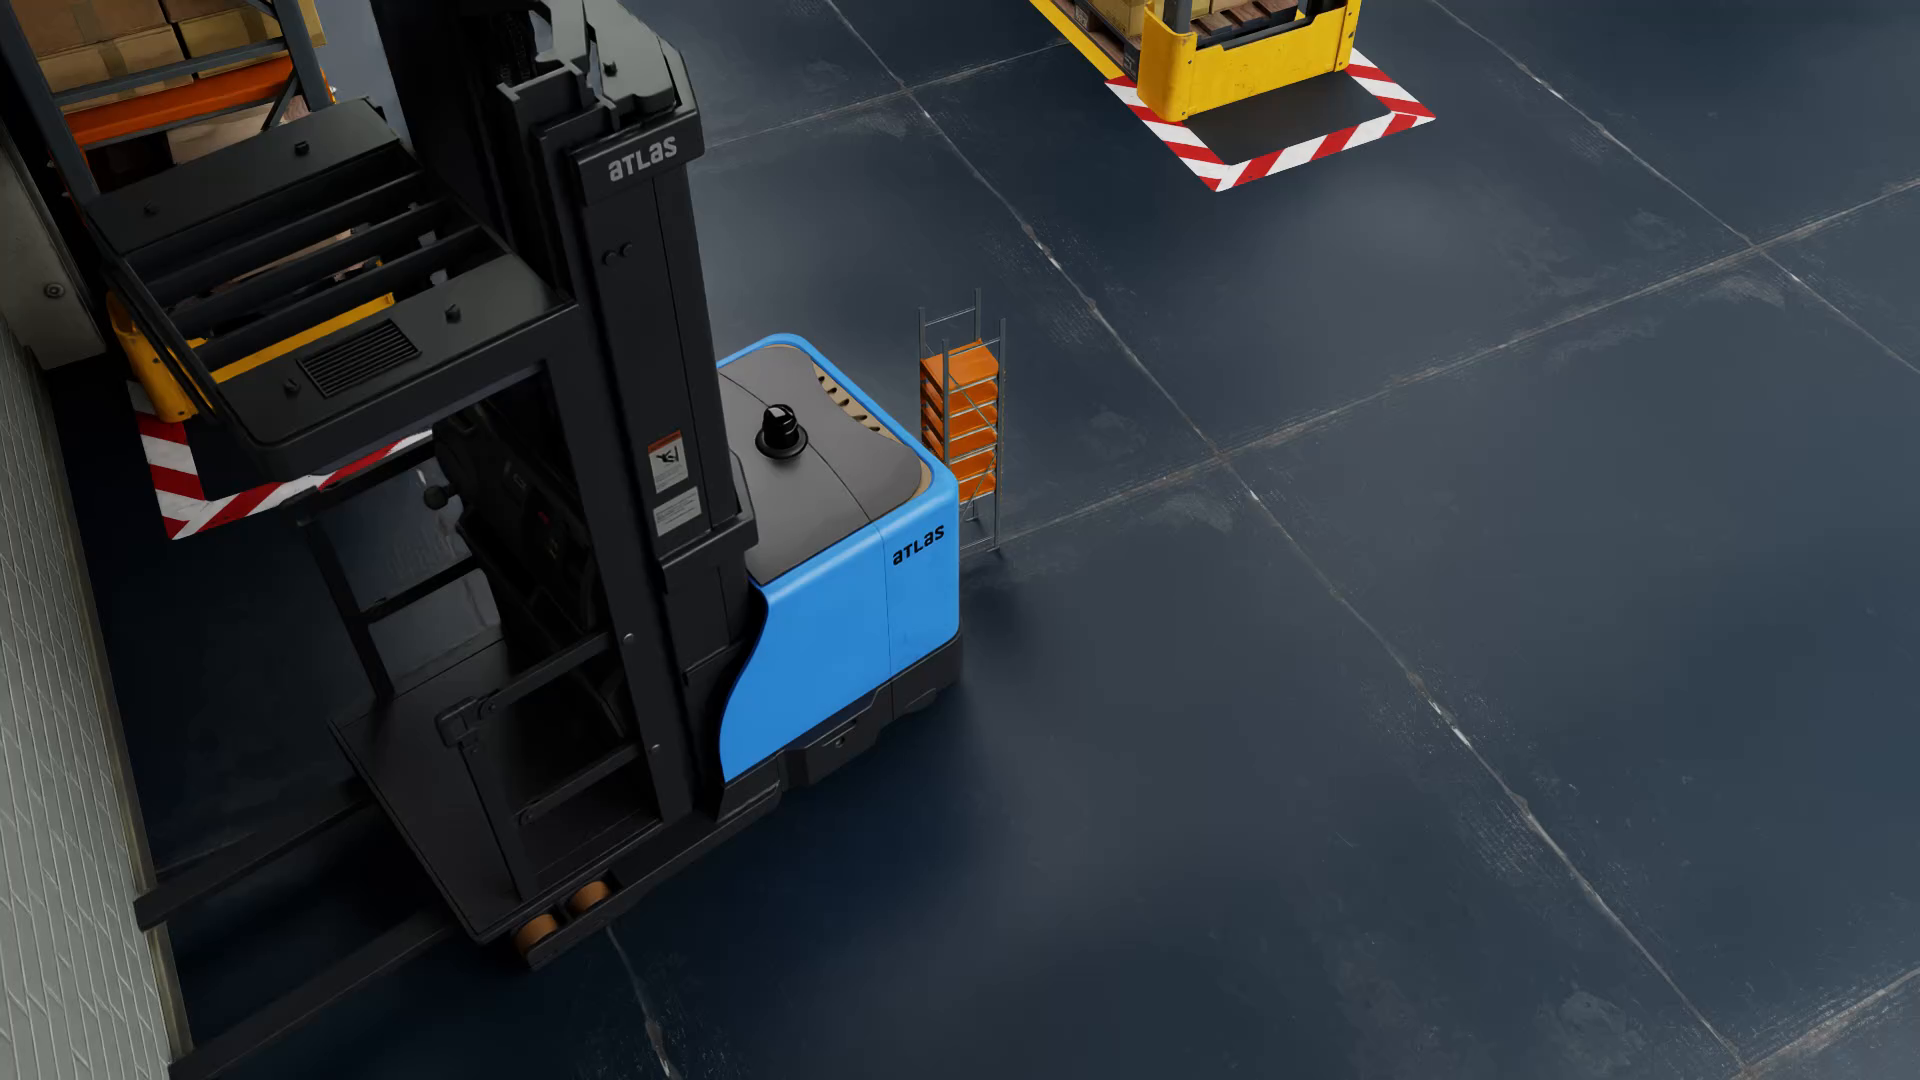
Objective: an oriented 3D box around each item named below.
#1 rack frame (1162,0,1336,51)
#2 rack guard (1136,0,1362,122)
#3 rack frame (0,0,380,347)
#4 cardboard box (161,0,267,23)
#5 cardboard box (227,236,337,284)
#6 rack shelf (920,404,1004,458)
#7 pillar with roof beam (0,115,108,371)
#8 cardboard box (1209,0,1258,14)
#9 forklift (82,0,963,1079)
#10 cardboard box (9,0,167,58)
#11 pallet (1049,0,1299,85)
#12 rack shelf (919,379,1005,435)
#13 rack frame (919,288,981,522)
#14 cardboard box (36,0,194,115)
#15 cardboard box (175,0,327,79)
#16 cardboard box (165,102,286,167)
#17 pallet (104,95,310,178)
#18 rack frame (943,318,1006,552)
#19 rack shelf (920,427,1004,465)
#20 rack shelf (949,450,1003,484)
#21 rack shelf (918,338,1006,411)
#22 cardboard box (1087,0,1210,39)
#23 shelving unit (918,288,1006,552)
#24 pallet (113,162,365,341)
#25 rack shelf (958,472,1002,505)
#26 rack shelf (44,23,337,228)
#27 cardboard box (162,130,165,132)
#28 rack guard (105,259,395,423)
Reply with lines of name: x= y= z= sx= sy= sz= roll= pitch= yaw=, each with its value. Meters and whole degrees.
rack frame: x=1.486 y=-3.442 z=7.660 sx=1.000 sy=3.000 sz=0.127 roll=-21 pitch=52 yaw=-18
rack guard: x=1.497 y=-2.603 z=8.587 sx=1.175 sy=0.500 sz=0.348 roll=-21 pitch=52 yaw=-18
rack frame: x=-2.917 y=-1.733 z=6.166 sx=1.000 sy=3.000 sz=0.127 roll=-21 pitch=52 yaw=-18
cardboard box: x=-2.868 y=-2.360 z=6.302 sx=0.500 sy=0.500 sz=0.500 roll=-21 pitch=52 yaw=-17
cardboard box: x=-3.153 y=-1.487 z=7.444 sx=0.500 sy=0.311 sz=0.500 roll=-27 pitch=54 yaw=-21
rack shelf: x=0.007 y=-0.435 z=6.126 sx=0.258 sy=0.103 sz=0.180 roll=-21 pitch=52 yaw=-18
pillar with roof beam: x=-0.178 y=-5.361 z=5.353 sx=9.100 sy=9.000 sz=0.400 roll=-21 pitch=52 yaw=-18
cardboard box: x=1.438 y=-3.110 z=8.918 sx=0.500 sy=0.250 sz=0.500 roll=-21 pitch=52 yaw=-18
forklift: x=-1.453 y=-0.037 z=4.728 sx=3.031 sy=2.935 sz=1.130 roll=-31 pitch=56 yaw=-24
cardboard box: x=-3.322 y=-2.179 z=6.144 sx=0.500 sy=0.500 sz=0.500 roll=-22 pitch=52 yaw=-18
pallet: x=1.099 y=-3.021 z=9.145 sx=1.003 sy=0.211 sz=1.213 roll=-21 pitch=52 yaw=-18
rack shelf: x=0.007 y=-0.514 z=6.035 sx=0.258 sy=0.103 sz=0.180 roll=-21 pitch=52 yaw=-18
rack frame: x=-0.035 y=-0.447 z=6.236 sx=0.240 sy=1.200 sz=0.006 roll=-21 pitch=52 yaw=-18
cardboard box: x=-3.303 y=-1.936 z=6.430 sx=0.500 sy=0.250 sz=0.500 roll=-20 pitch=52 yaw=-17
cardboard box: x=-2.858 y=-2.126 z=6.596 sx=0.500 sy=0.250 sz=0.500 roll=-23 pitch=53 yaw=-19
cardboard box: x=-3.414 y=-1.868 z=7.778 sx=0.500 sy=0.311 sz=0.500 roll=-17 pitch=51 yaw=-15
pallet: x=-3.846 y=-2.237 z=8.459 sx=1.003 sy=0.211 sz=1.213 roll=-21 pitch=52 yaw=-18
rack frame: x=0.048 y=-0.324 z=6.129 sx=0.240 sy=1.200 sz=0.006 roll=-21 pitch=52 yaw=-18
rack shelf: x=0.007 y=-0.356 z=6.216 sx=0.258 sy=0.103 sz=0.180 roll=-21 pitch=52 yaw=-18
rack shelf: x=0.007 y=-0.277 z=6.306 sx=0.258 sy=0.103 sz=0.180 roll=-21 pitch=52 yaw=-18
rack shelf: x=0.007 y=-0.593 z=5.945 sx=0.258 sy=0.103 sz=0.180 roll=-21 pitch=52 yaw=-18
cardboard box: x=0.978 y=-2.932 z=8.762 sx=0.500 sy=0.250 sz=0.500 roll=-21 pitch=52 yaw=-18
shelving unit: x=0.007 y=-0.385 z=6.183 sx=0.258 sy=1.200 sz=0.189 roll=-21 pitch=52 yaw=-18
pallet: x=-3.292 y=-1.422 z=7.746 sx=1.003 sy=0.211 sz=1.213 roll=-21 pitch=52 yaw=-18
rack shelf: x=0.007 y=-0.198 z=6.397 sx=0.258 sy=0.103 sz=0.180 roll=-21 pitch=52 yaw=-18
rack shelf: x=-3.832 y=-2.835 z=7.607 sx=1.077 sy=0.370 sz=4.000 roll=-21 pitch=52 yaw=-18
cardboard box: x=-3.706 y=-2.439 z=8.151 sx=0.700 sy=0.500 sz=0.500 roll=-24 pitch=53 yaw=-20
rack guard: x=-2.952 y=-0.961 z=7.151 sx=1.175 sy=0.500 sz=0.348 roll=-21 pitch=52 yaw=-18
